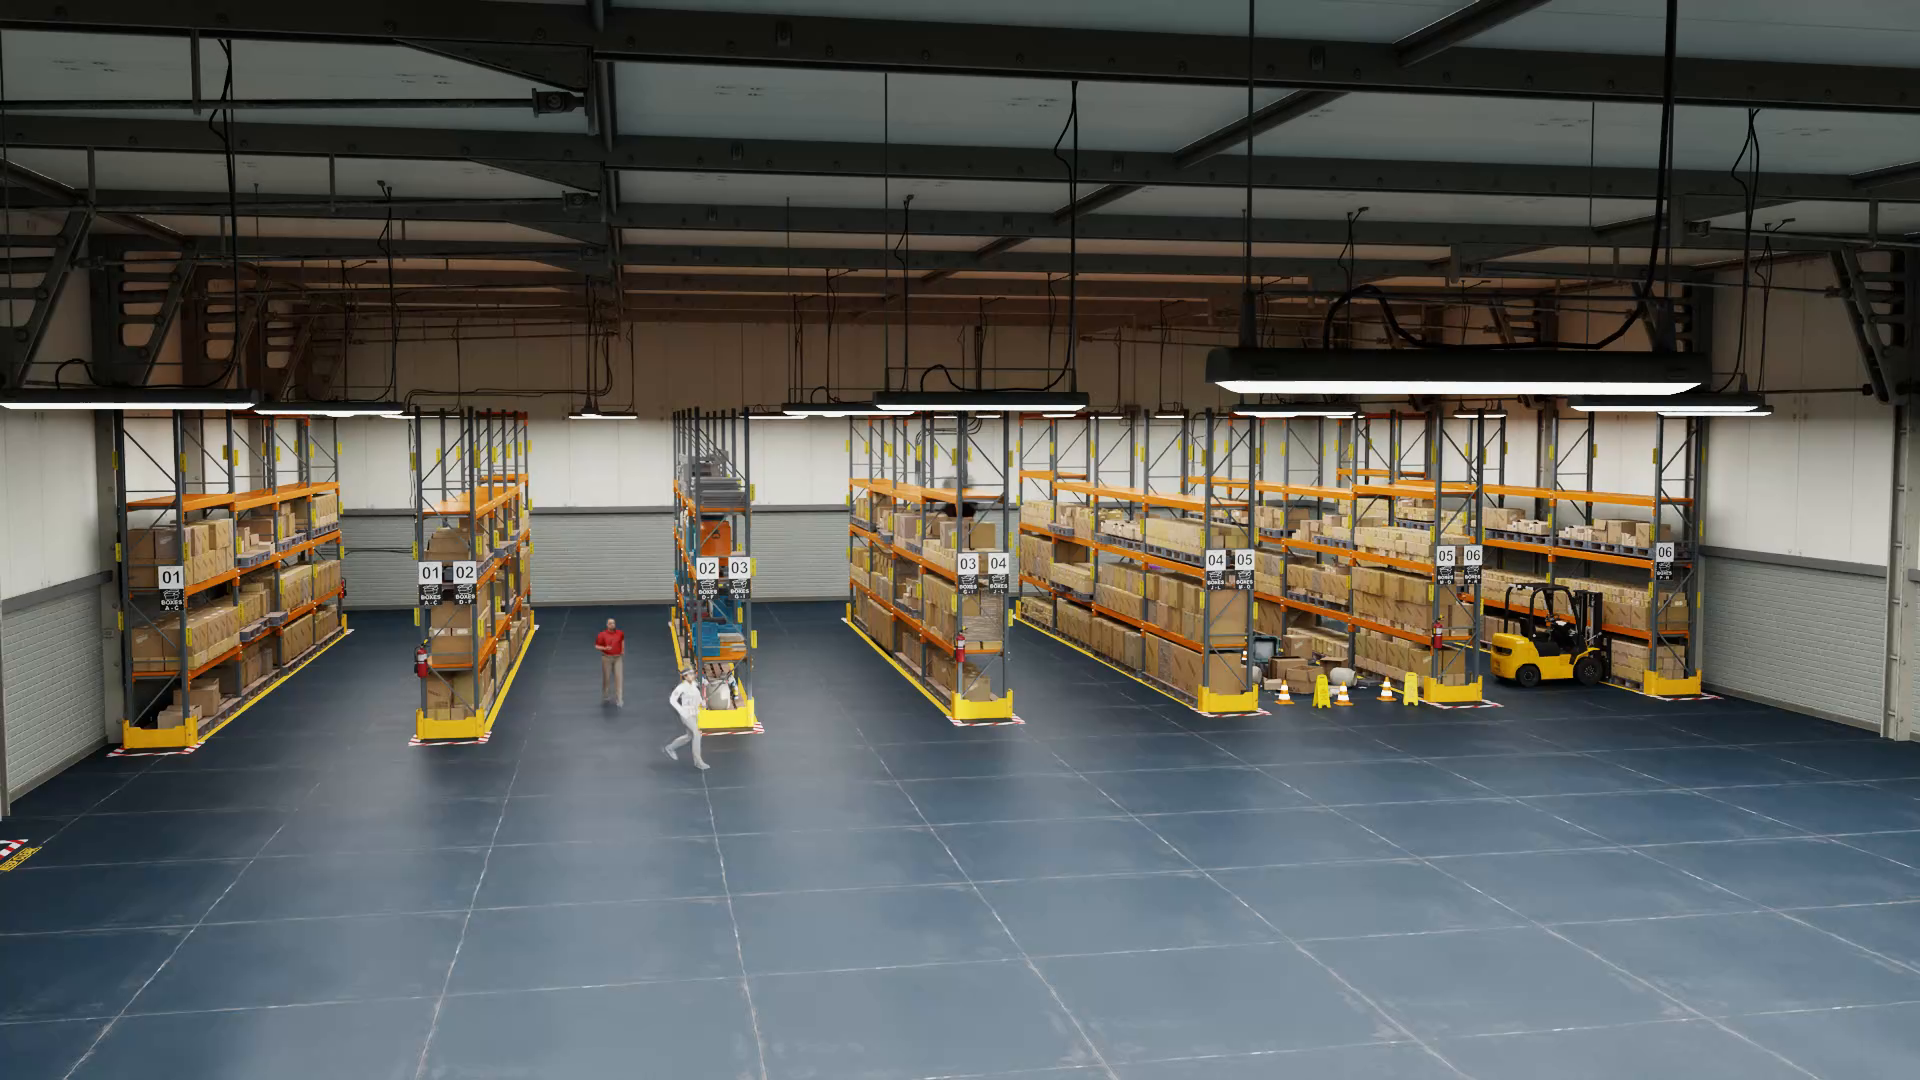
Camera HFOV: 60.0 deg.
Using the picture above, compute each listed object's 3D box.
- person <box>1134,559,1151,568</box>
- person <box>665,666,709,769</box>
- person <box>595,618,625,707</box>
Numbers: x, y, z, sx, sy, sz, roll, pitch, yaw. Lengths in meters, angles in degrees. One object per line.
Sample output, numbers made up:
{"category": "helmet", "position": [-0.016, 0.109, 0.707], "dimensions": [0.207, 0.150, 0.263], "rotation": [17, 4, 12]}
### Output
{"category": "person", "position": [5.485, 1.240, 50.676], "dimensions": [0.862, 1.766, 0.717], "rotation": [0, 4, -5]}
{"category": "person", "position": [-4.538, 2.927, 27.549], "dimensions": [0.810, 1.705, 0.495], "rotation": [2, 4, 22]}
{"category": "person", "position": [-7.039, 2.452, 33.613], "dimensions": [0.659, 1.737, 0.925], "rotation": [-2, 4, -25]}
